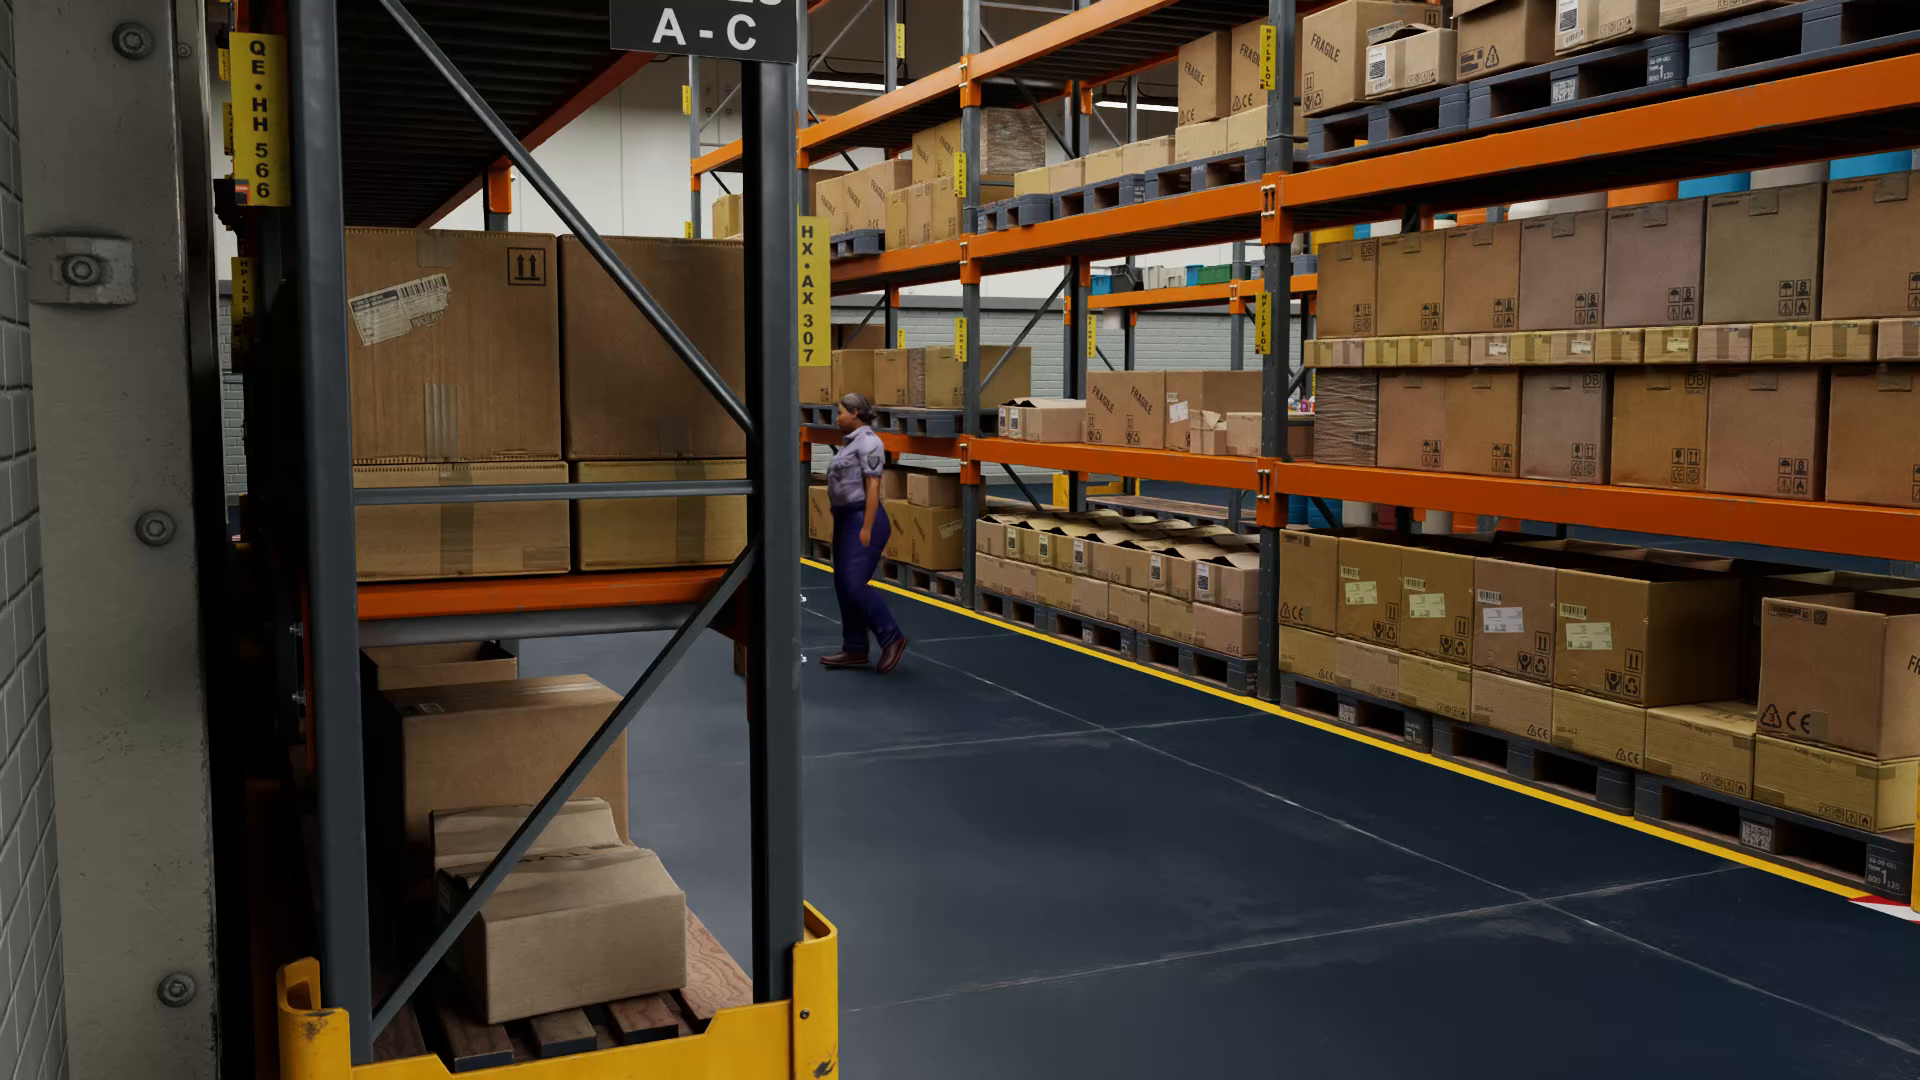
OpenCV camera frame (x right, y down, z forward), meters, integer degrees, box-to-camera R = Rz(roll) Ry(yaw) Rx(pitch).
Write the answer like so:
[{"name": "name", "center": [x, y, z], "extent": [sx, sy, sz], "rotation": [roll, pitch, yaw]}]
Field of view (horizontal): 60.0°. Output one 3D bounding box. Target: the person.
[{"name": "person", "center": [-0.592, -0.050, 9.984], "extent": [0.472, 1.661, 0.569], "rotation": [-2, 6, -22]}]
